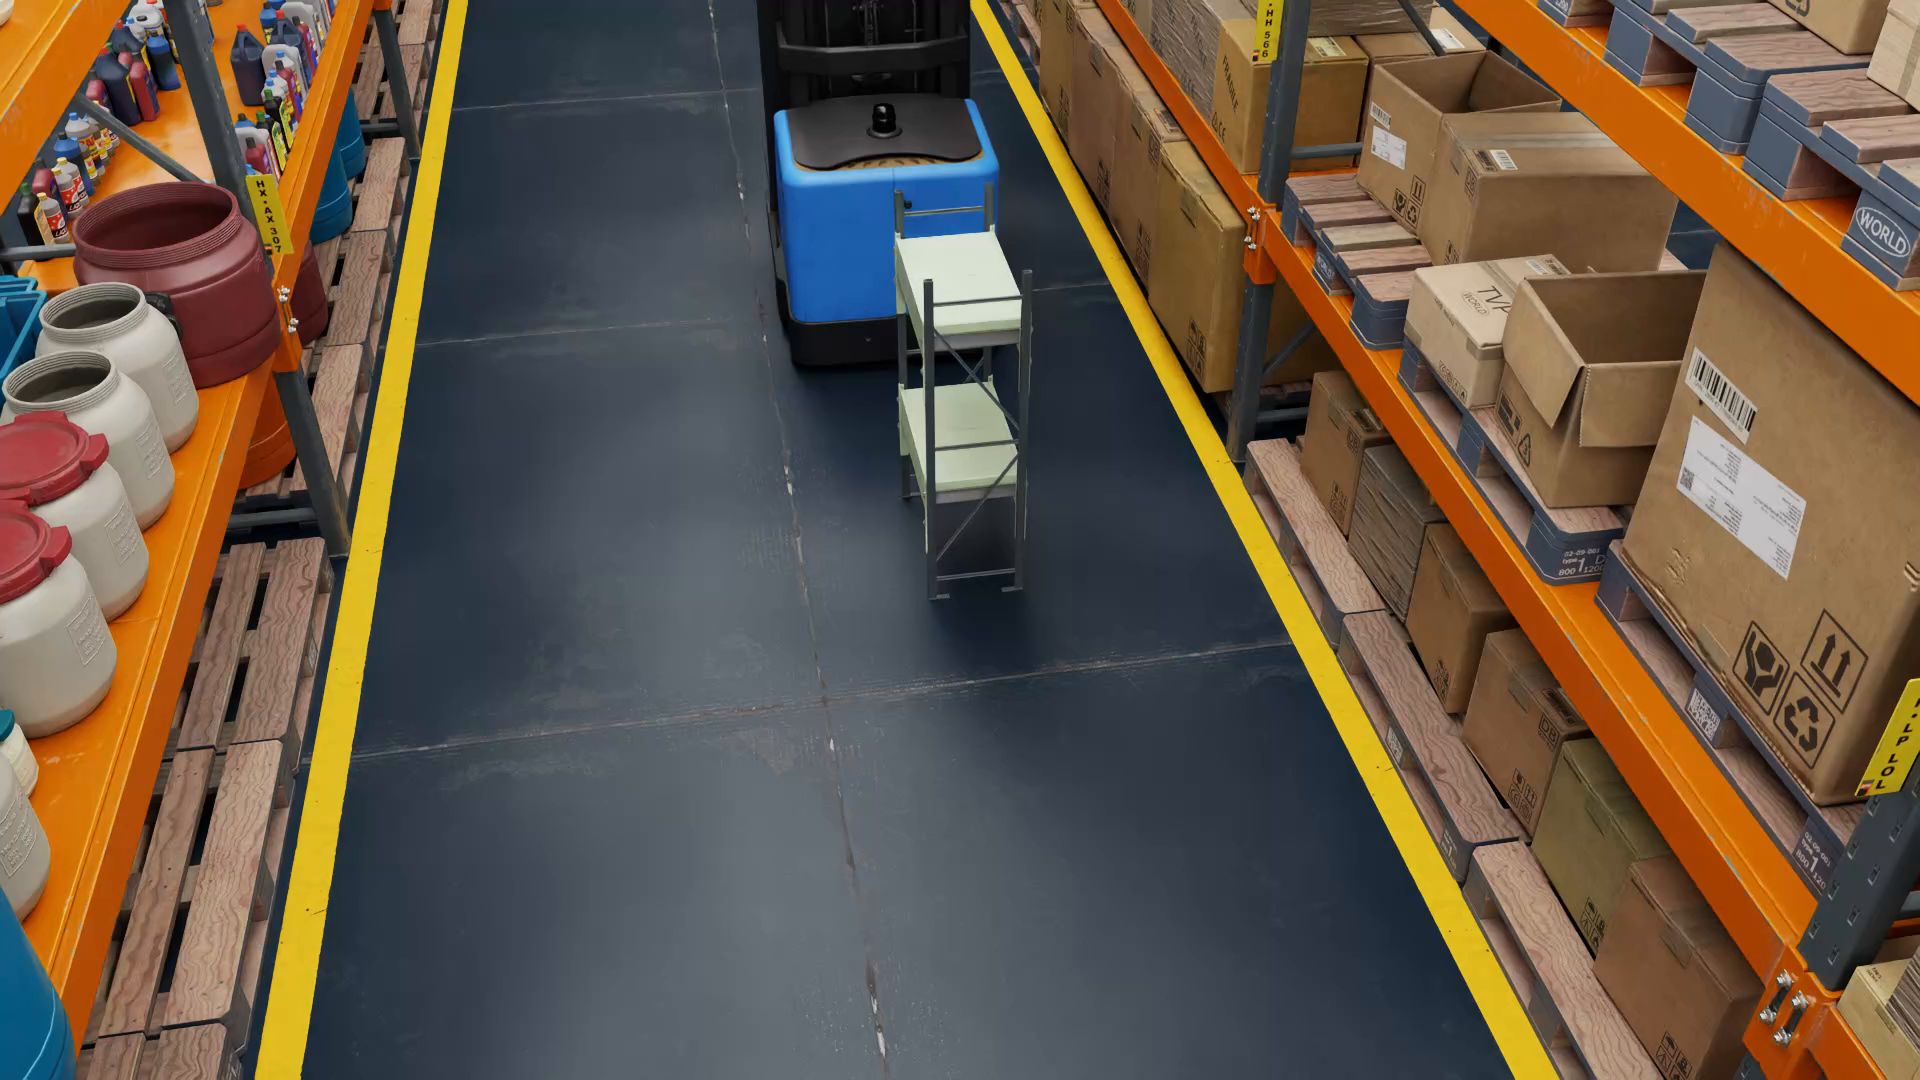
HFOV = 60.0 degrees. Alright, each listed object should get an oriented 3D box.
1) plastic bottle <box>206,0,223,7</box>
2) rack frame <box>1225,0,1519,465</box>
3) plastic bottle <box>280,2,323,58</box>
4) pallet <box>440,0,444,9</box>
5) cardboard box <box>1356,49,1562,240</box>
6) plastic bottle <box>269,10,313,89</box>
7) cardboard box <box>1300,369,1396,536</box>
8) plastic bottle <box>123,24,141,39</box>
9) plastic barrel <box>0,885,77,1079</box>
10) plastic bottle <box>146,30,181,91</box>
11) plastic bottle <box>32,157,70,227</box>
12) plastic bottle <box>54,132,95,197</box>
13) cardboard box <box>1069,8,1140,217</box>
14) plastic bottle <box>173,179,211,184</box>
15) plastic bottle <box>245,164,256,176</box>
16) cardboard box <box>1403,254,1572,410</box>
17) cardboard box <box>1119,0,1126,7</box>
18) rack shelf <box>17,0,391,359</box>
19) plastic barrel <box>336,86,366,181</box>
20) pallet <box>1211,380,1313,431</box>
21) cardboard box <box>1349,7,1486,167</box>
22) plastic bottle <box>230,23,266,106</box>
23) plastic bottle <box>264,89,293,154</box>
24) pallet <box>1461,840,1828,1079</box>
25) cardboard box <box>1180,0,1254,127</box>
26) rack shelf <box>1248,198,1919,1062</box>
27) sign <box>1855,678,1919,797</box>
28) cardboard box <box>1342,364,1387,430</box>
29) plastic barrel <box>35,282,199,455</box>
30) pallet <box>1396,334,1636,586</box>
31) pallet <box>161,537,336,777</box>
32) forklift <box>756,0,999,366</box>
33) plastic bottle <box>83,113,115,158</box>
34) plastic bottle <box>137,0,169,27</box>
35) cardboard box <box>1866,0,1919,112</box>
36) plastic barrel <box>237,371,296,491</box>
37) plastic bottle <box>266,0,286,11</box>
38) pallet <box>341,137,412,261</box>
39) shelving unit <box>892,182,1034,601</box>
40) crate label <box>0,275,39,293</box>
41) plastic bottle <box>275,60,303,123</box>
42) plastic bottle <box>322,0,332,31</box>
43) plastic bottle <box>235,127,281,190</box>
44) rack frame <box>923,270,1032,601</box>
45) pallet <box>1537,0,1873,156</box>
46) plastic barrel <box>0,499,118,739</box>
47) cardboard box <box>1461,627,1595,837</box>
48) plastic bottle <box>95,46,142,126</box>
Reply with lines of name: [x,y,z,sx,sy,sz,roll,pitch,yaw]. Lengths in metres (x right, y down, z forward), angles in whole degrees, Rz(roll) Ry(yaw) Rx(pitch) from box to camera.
plastic bottle: [-3.942,-2.911,8.714,0.097,0.201,0.097,0,38,0]
rack frame: [1.746,-1.623,6.895,1.000,3.000,0.127,-6,38,-8]
plastic bottle: [-3.227,-2.508,8.134,0.152,0.276,0.135,-6,38,-8]
pallet: [-4.426,-4.319,12.637,1.003,0.211,1.213,-6,38,-8]
cardboard box: [1.880,-1.507,6.321,0.500,0.500,0.500,-11,39,-14]
plastic bottle: [-3.155,-2.302,7.808,0.144,0.351,0.185,-6,38,-8]
cardboard box: [1.883,-0.407,7.008,0.700,0.500,0.500,-8,39,-10]
plastic bottle: [-3.912,-2.304,7.876,0.097,0.271,0.097,0,38,0]
plastic barrel: [-2.198,0.862,3.287,0.600,0.901,0.708,-6,38,-8]
plastic bottle: [-3.753,-2.261,7.820,0.097,0.271,0.097,0,38,0]
plastic bottle: [-3.661,-1.382,6.679,0.061,0.283,0.133,-6,38,-8]
plastic bottle: [-3.698,-1.567,6.927,0.097,0.271,0.097,0,38,0]
cardboard box: [1.334,-2.442,9.338,1.225,0.875,0.875,-7,38,-10]
plastic bottle: [-3.037,-1.321,6.607,0.152,0.276,0.135,-6,38,-8]
plastic bottle: [-2.881,-1.409,6.723,0.097,0.271,0.097,0,38,0]
cardboard box: [1.814,-0.693,5.477,0.500,0.250,0.500,-7,38,-9]
cardboard box: [1.056,-3.168,8.802,0.500,0.500,0.500,-7,38,-9]
rack shelf: [-3.481,-2.015,7.984,1.077,0.370,4.000,-6,38,-8]
plastic barrel: [-3.753,-2.513,9.408,0.600,0.901,0.708,-6,38,-8]
pallet: [1.682,-1.006,8.373,1.003,0.211,1.213,-6,38,-8]
cardboard box: [1.929,-1.986,7.279,0.500,0.500,0.500,-5,38,-7]
plastic bottle: [-3.281,-2.204,7.682,0.144,0.351,0.185,-6,38,-8]
plastic bottle: [-2.988,-1.845,7.275,0.061,0.283,0.133,-6,38,-8]
pallet: [2.309,1.424,5.245,1.003,0.211,1.213,-6,38,-8]
cardboard box: [1.334,-2.236,7.602,0.500,0.500,0.500,-7,38,-8]
rack shelf: [2.097,-0.131,5.560,1.077,0.370,4.000,-6,38,-8]
sign: [1.902,0.397,3.350,0.100,0.325,0.005,-6,38,-8]
cardboard box: [1.893,-0.705,6.780,0.500,0.250,0.500,-5,38,-6]
plastic barrel: [-2.739,-0.536,5.404,0.421,0.512,0.421,0,38,0]
pallet: [2.134,-0.356,5.420,1.003,0.211,1.213,-6,38,-8]
pallet: [-3.032,0.483,6.457,1.003,0.211,1.213,-6,38,-8]
forklift: [-0.528,-2.921,8.621,1.130,2.935,3.031,-5,38,-7]
plastic bottle: [-3.766,-1.774,7.251,0.097,0.201,0.097,0,38,0]
plastic bottle: [-3.963,-2.578,8.224,0.152,0.276,0.135,-6,38,-8]
cardboard box: [2.184,-1.062,3.494,0.396,0.266,0.258,-5,38,-6]
plastic barrel: [-3.233,-0.693,7.124,0.600,0.830,0.708,-6,38,-8]
plastic bottle: [-3.388,-2.621,8.284,0.097,0.271,0.097,0,38,0]
pallet: [-3.737,-1.935,9.568,1.003,0.211,1.213,-6,38,-8]
shelving unit: [0.001,-0.588,6.785,0.431,1.500,0.755,-6,38,-8]
crate label: [-3.425,-0.730,5.881,0.303,0.233,0.416,-6,38,-8]
plastic bottle: [-3.045,-2.043,7.530,0.061,0.283,0.133,-6,38,-8]
plastic bottle: [-3.292,-2.729,8.419,0.152,0.276,0.135,-6,38,-8]
plastic bottle: [-2.969,-1.617,6.988,0.152,0.276,0.135,-6,38,-8]
rack frame: [0.065,-0.367,6.500,0.400,1.500,0.023,-6,38,-8]
pallet: [2.259,-1.328,4.223,1.213,0.211,1.003,-6,38,-8]
plastic barrel: [-2.509,0.227,4.402,0.433,0.535,0.433,0,38,0]
cardboard box: [2.197,0.605,5.705,0.700,0.500,0.500,-9,39,-12]
plastic bottle: [-3.808,-2.061,7.497,0.144,0.351,0.185,-6,38,-8]
